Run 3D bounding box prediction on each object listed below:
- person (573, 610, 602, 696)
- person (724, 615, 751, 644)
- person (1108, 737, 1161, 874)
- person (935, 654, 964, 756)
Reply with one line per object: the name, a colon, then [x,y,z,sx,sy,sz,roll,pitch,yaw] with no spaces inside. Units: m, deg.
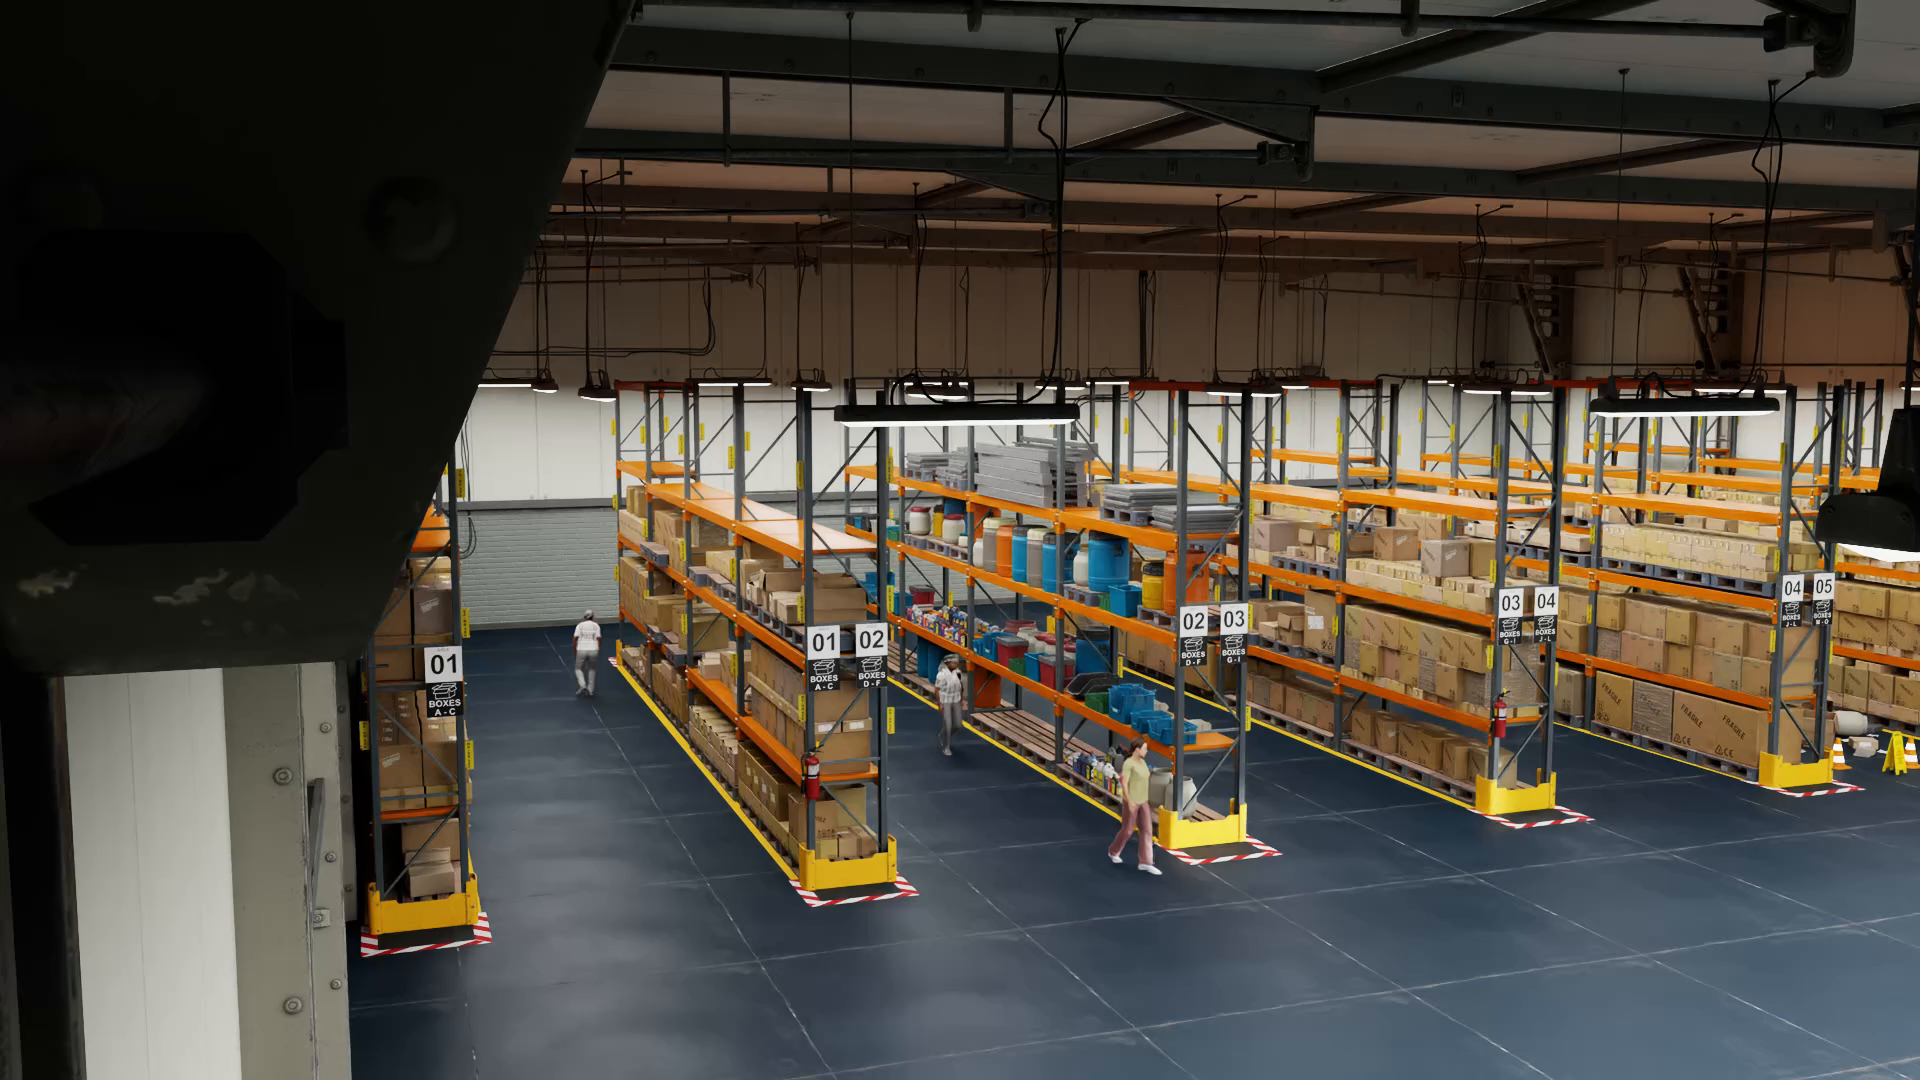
person: [-7.112,2.168,31.778,0.537,1.637,0.688,-2,6,-17]
person: [-5.261,1.507,37.572,1.143,1.731,0.520,0,6,-1]
person: [2.234,3.318,20.939,0.799,1.659,0.554,5,8,40]
person: [-0.215,2.651,27.147,0.530,1.662,0.548,-4,7,-34]
